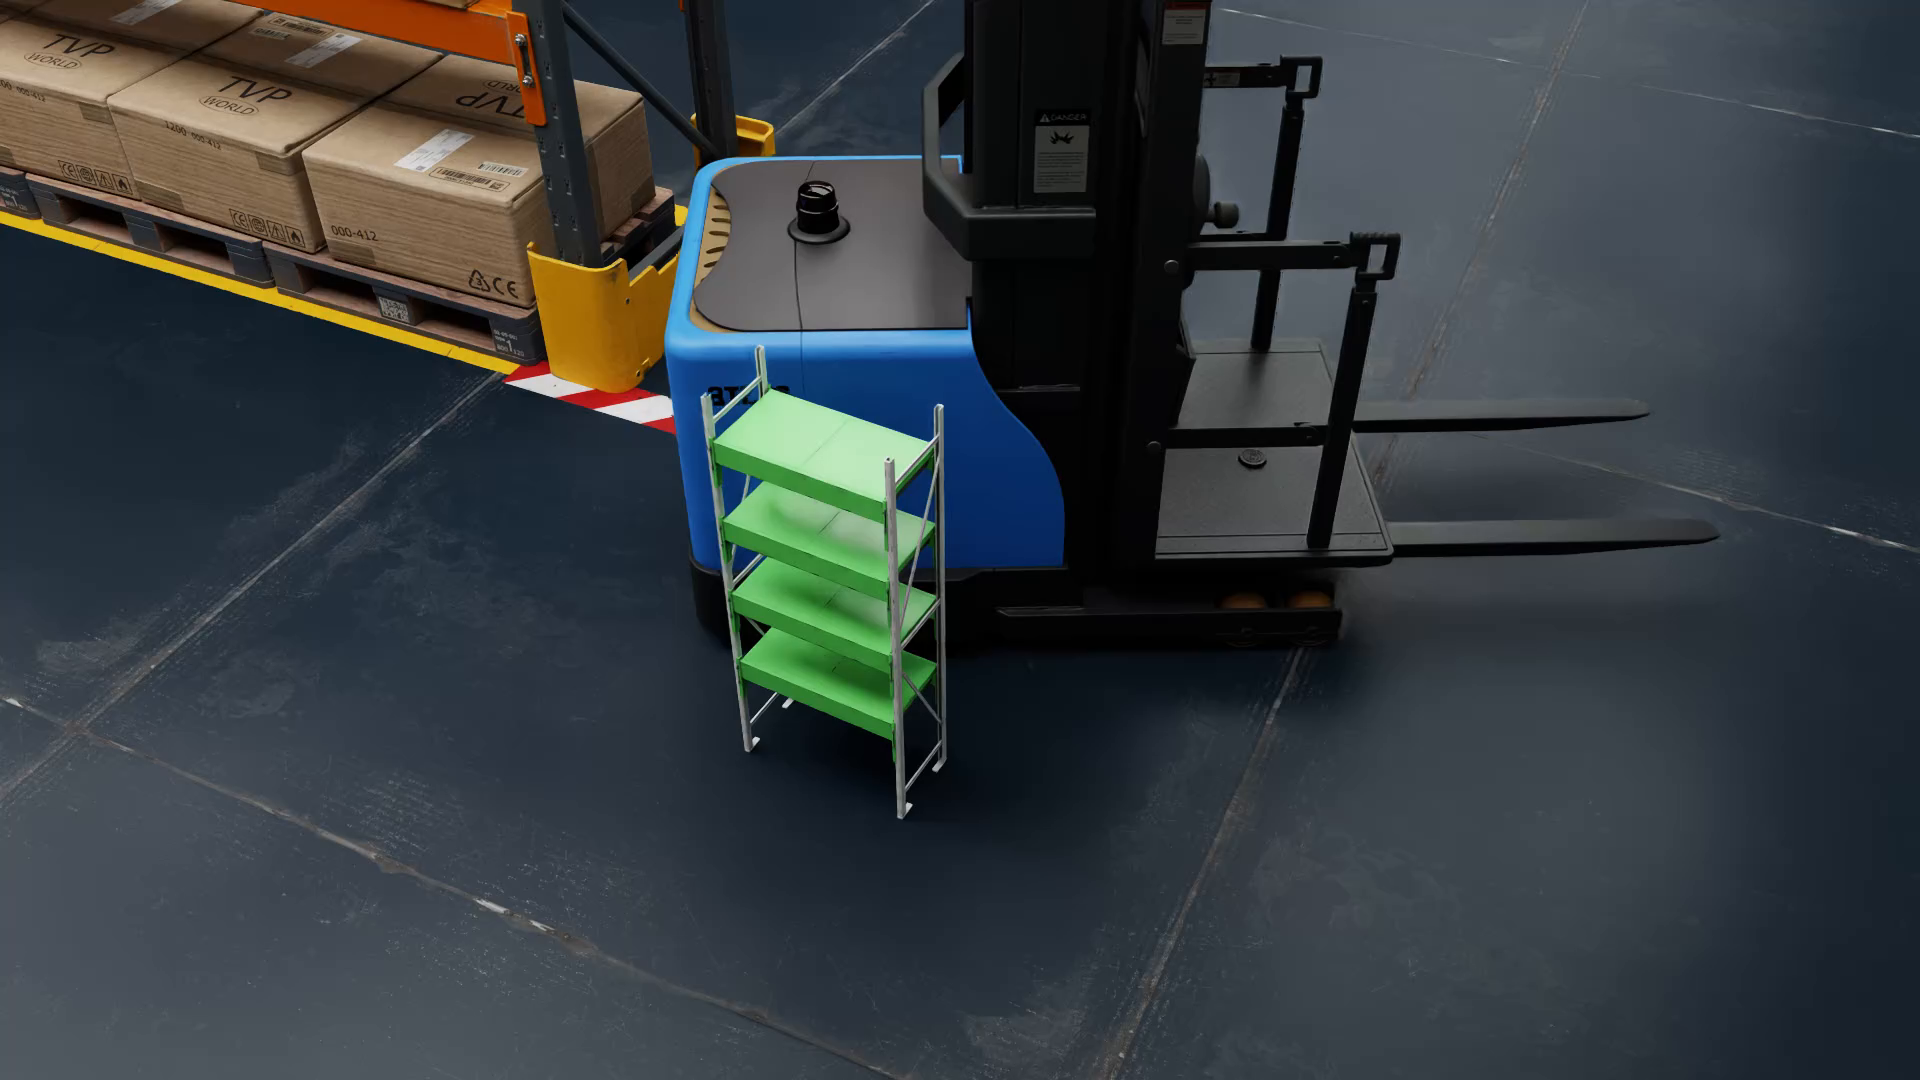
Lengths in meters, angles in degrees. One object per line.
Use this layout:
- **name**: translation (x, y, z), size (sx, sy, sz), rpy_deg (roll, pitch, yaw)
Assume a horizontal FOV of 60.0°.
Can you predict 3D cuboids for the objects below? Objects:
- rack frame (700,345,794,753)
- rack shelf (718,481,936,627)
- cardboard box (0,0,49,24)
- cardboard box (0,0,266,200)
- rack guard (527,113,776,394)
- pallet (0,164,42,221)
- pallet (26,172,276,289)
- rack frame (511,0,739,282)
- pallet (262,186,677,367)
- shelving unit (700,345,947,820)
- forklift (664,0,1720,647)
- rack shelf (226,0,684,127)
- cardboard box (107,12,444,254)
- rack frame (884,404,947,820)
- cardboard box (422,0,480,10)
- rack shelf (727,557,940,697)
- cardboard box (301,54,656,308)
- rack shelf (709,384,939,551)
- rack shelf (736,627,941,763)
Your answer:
- **rack frame**: translation (-0.528, 0.061, 4.264), size (0.015, 1.200, 0.240), rpy_deg (20, 45, 21)
- **rack shelf**: translation (-0.315, 0.005, 4.059), size (0.480, 0.148, 0.258), rpy_deg (20, 45, 21)
- **cardboard box**: translation (-4.209, -2.095, 7.012), size (0.875, 0.438, 0.875), rpy_deg (16, 44, 18)
- **cardboard box**: translation (-3.397, -1.847, 6.727), size (0.875, 0.438, 0.875), rpy_deg (16, 43, 17)
- **rack guard**: translation (-1.086, -1.083, 6.118), size (0.348, 0.500, 1.175), rpy_deg (17, 44, 19)
- **pallet**: translation (-4.076, -1.831, 7.201), size (1.213, 0.211, 1.003), rpy_deg (17, 44, 19)
- **pallet**: translation (-2.967, -1.494, 6.813), size (1.213, 0.211, 1.003), rpy_deg (17, 44, 19)
- **rack frame**: translation (-1.107, -2.034, 5.307), size (0.127, 3.000, 1.000), rpy_deg (17, 44, 19)
- **pallet**: translation (-1.865, -1.155, 6.422), size (1.213, 0.211, 1.003), rpy_deg (17, 44, 19)
- **shelving unit**: translation (-0.315, 0.138, 4.175), size (0.503, 1.200, 0.258), rpy_deg (20, 45, 21)
- **forklift**: translation (0.729, -1.142, 4.329), size (3.031, 2.935, 1.130), rpy_deg (-1, 41, -1)
- **rack shelf**: translation (-2.920, -2.316, 6.181), size (4.000, 0.370, 1.077), rpy_deg (17, 44, 19)
- **cardboard box**: translation (-2.581, -1.597, 6.437), size (0.875, 0.438, 0.875), rpy_deg (18, 44, 20)
- **rack frame**: translation (-0.101, 0.215, 4.086), size (0.015, 1.200, 0.240), rpy_deg (20, 45, 21)
- **cardboard box**: translation (-1.656, -2.048, 5.247), size (0.500, 0.500, 0.500), rpy_deg (17, 44, 19)
- **rack shelf**: translation (-0.315, 0.186, 4.217), size (0.480, 0.148, 0.258), rpy_deg (20, 45, 21)
- **cardboard box**: translation (-1.748, -1.348, 6.151), size (0.875, 0.438, 0.875), rpy_deg (16, 43, 17)
- **rack shelf**: translation (-0.315, -0.176, 3.902), size (0.480, 0.148, 0.258), rpy_deg (20, 45, 21)
- **rack shelf**: translation (-0.315, 0.368, 4.374), size (0.480, 0.148, 0.258), rpy_deg (20, 45, 21)
